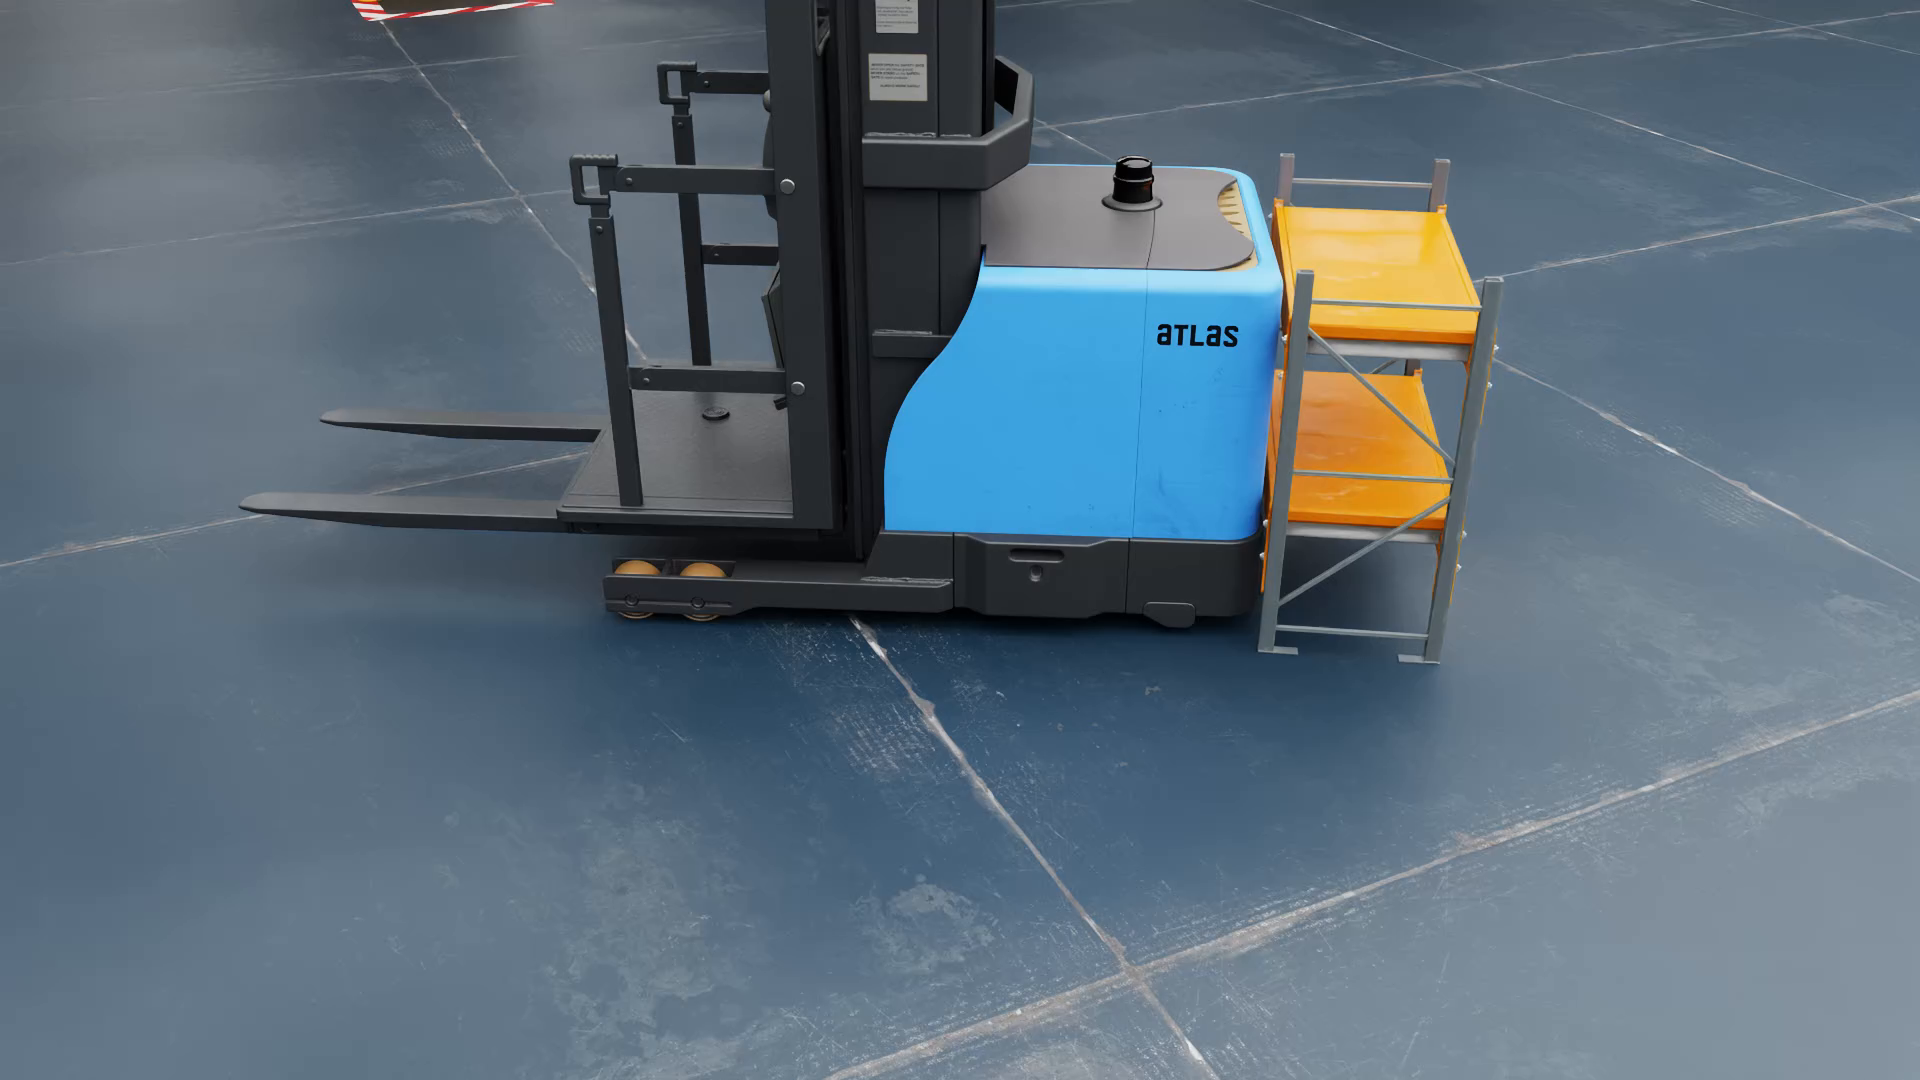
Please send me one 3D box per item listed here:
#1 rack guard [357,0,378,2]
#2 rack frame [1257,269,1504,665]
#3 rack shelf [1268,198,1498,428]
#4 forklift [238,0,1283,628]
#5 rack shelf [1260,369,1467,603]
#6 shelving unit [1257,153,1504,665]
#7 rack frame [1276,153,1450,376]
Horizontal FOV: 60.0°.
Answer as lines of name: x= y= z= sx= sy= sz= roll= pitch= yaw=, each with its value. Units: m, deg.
rack guard: x=-4.027 y=-4.425 z=12.630 sx=1.175 sy=0.500 sz=0.348 roll=-13 pitch=32 yaw=-22
rack frame: x=1.089 y=-0.165 z=4.395 sx=0.500 sy=1.125 sz=0.032 roll=4 pitch=29 yaw=6
rack shelf: x=1.153 y=-0.667 z=4.691 sx=0.538 sy=0.278 sz=1.000 roll=4 pitch=29 yaw=6
forklift: x=-0.629 y=-1.299 z=4.569 sx=3.031 sy=2.935 sz=1.130 roll=2 pitch=29 yaw=3
rack shelf: x=1.153 y=-0.199 z=4.954 sx=0.538 sy=0.278 sz=1.000 roll=4 pitch=29 yaw=6
shelving unit: x=1.153 y=-0.412 z=4.834 sx=0.538 sy=1.125 sz=1.048 roll=4 pitch=29 yaw=6
rack frame: x=1.216 y=-0.659 z=5.274 sx=0.500 sy=1.125 sz=0.032 roll=4 pitch=29 yaw=6
